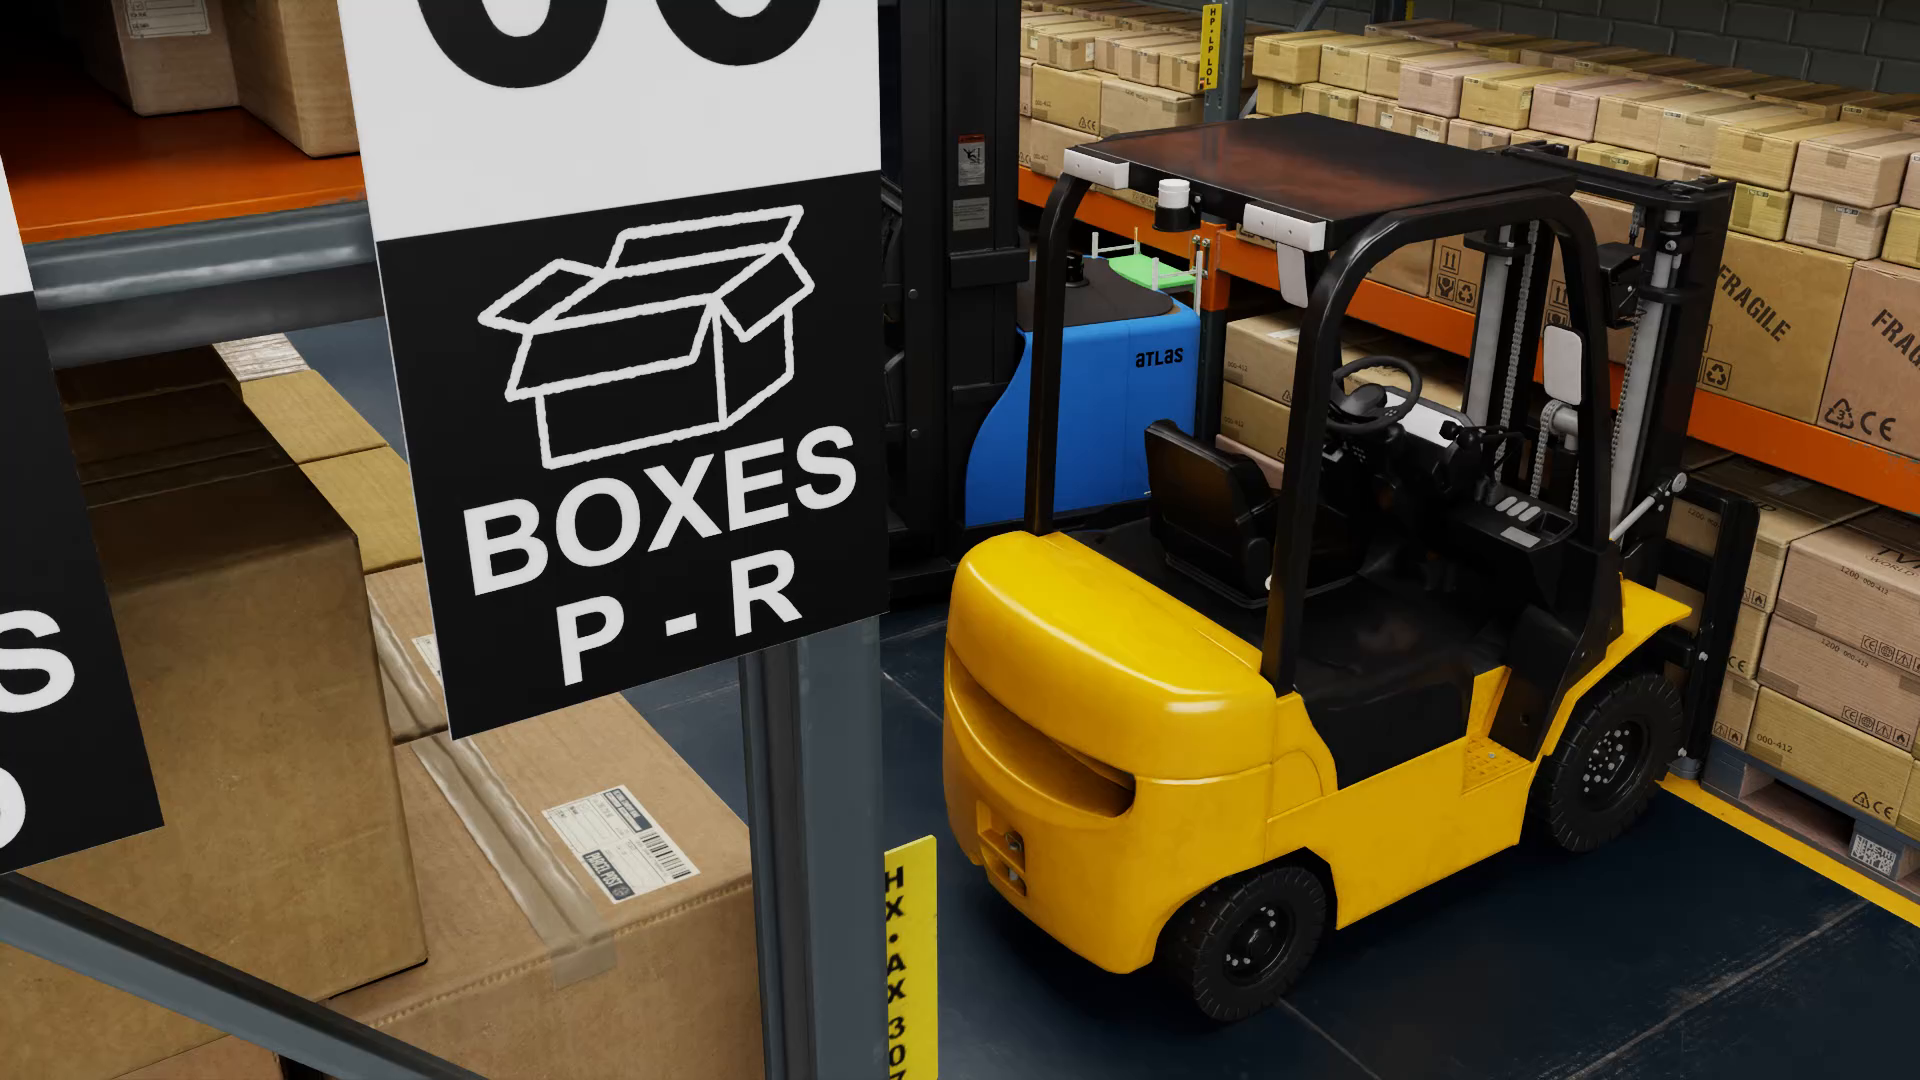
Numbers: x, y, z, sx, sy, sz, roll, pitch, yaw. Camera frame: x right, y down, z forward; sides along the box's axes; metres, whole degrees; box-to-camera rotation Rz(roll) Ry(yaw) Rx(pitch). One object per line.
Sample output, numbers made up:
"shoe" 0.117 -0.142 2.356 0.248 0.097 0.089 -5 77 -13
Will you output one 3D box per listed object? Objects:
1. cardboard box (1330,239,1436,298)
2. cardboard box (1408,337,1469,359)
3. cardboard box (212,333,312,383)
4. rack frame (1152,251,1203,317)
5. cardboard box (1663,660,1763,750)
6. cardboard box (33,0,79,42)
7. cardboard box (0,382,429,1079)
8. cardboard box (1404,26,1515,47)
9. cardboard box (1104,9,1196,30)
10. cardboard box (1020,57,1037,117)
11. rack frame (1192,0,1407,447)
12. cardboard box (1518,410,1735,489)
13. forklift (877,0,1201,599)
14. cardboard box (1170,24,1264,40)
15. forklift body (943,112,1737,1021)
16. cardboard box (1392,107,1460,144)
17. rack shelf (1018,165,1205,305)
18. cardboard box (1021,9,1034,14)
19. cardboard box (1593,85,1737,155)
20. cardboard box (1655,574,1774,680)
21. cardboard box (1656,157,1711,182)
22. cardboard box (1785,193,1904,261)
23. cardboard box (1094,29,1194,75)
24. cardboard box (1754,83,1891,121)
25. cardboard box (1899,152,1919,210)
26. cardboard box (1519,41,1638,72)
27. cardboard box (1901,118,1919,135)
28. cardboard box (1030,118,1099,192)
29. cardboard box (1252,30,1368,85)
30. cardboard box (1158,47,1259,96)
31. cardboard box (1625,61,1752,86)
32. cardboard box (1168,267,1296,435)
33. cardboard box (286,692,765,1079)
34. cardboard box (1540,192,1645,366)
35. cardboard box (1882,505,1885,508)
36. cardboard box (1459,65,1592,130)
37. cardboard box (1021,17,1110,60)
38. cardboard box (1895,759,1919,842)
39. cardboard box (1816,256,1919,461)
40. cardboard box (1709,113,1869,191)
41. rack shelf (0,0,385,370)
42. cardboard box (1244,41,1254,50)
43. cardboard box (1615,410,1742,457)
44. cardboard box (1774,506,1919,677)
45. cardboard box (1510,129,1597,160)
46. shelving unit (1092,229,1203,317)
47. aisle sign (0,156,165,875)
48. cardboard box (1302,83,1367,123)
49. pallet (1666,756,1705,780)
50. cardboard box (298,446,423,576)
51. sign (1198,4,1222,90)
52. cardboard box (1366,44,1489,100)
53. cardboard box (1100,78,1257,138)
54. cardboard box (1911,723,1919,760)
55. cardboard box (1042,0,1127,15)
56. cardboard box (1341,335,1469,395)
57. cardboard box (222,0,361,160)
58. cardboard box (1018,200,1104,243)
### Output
"cardboard box" 1.773 -1.254 6.274 0.500 0.500 0.500 -15 29 -29
"cardboard box" 2.171 -0.700 6.777 0.500 0.250 0.500 -16 30 -30
"cardboard box" -1.681 -0.164 3.618 0.500 0.500 0.500 -15 29 -28
"rack frame" 0.915 -0.644 7.187 0.240 1.200 0.015 -12 27 -24
"cardboard box" 2.584 0.418 5.579 0.500 0.250 0.500 -15 29 -29
"cardboard box" -0.921 -0.717 2.036 0.380 0.149 0.250 -16 29 -30
"cardboard box" -0.984 0.215 1.644 0.700 0.500 0.500 -16 30 -31
"cardboard box" 1.981 -1.940 6.621 0.380 0.149 0.250 -16 30 -31
"cardboard box" 0.929 -2.504 8.163 0.380 0.149 0.250 -16 29 -30
"cardboard box" 0.408 -2.251 8.095 0.500 0.250 0.500 -15 29 -29
"rack frame" 1.451 -1.610 7.147 1.000 3.000 0.127 -16 29 -30
"cardboard box" 2.284 -0.213 5.745 0.500 0.250 0.500 -16 30 -31
"forklift" -0.584 -1.230 6.422 3.031 2.935 1.130 -9 27 -19
"cardboard box" 1.201 -2.322 7.779 0.380 0.149 0.250 -16 29 -30
"forklift body" 1.071 -0.049 4.834 2.313 2.155 1.214 -16 29 -30
"cardboard box" 1.786 -1.489 6.014 0.380 0.149 0.250 -15 29 -28
"rack shelf" 0.359 -2.000 8.816 1.077 0.370 4.000 -16 29 -30
"cardboard box" 0.147 -2.546 8.253 0.380 0.149 0.250 -16 30 -31
"cardboard box" 2.297 -1.373 5.419 0.380 0.149 0.250 -15 29 -29
"cardboard box" 2.543 0.185 5.488 0.500 0.250 0.500 -16 30 -31
"cardboard box" 2.429 -1.140 5.275 0.380 0.149 0.250 -16 30 -30
"cardboard box" 2.645 -0.944 4.859 0.380 0.149 0.250 -17 30 -31
"cardboard box" 0.833 -2.207 7.535 0.380 0.149 0.250 -16 29 -30
"cardboard box" 2.810 -1.382 5.439 0.380 0.149 0.250 -15 29 -29
"cardboard box" 2.863 -1.006 4.642 0.380 0.149 0.250 -15 29 -29
"cardboard box" 2.326 -1.774 6.268 0.380 0.149 0.250 -16 30 -31
"cardboard box" 3.072 -1.196 5.043 0.380 0.149 0.250 -15 29 -28
"cardboard box" 0.678 -1.840 7.810 0.500 0.250 0.500 -16 29 -30
"cardboard box" 1.377 -1.900 6.536 0.380 0.149 0.250 -15 29 -29
"cardboard box" 1.079 -2.019 7.137 0.380 0.149 0.250 -14 29 -28
"cardboard box" 2.551 -1.574 5.845 0.380 0.149 0.250 -16 30 -30
"cardboard box" 1.157 -0.910 7.954 0.875 0.625 0.625 -14 29 -27
"cardboard box" -0.548 0.565 2.074 0.500 0.500 0.500 -16 30 -30
"cardboard box" 2.307 -0.888 5.500 0.500 0.500 0.500 -15 29 -29
"cardboard box" 3.255 0.028 5.235 0.500 0.250 0.500 -15 29 -29
"cardboard box" 1.961 -1.536 5.765 0.380 0.149 0.250 -16 30 -30
"cardboard box" 0.488 -2.379 7.898 0.380 0.149 0.250 -16 30 -31
"cardboard box" 3.114 0.779 4.814 0.500 0.250 0.500 -15 29 -29
"cardboard box" 2.871 -0.527 4.736 0.500 0.500 0.500 -15 29 -28
"cardboard box" 2.482 -1.165 4.978 0.380 0.149 0.250 -15 29 -29
"rack shelf" -1.614 -0.768 2.692 1.077 0.370 4.000 -16 29 -30
"cardboard box" 1.439 -2.125 7.360 0.380 0.149 0.250 -16 30 -31
"cardboard box" 2.717 -0.338 6.011 0.500 0.250 0.500 -16 30 -31
"cardboard box" 2.838 0.148 4.979 0.500 0.250 0.500 -15 29 -29
"cardboard box" 2.079 -1.309 5.632 0.380 0.149 0.250 -17 30 -31
"shelving unit" 0.806 -0.733 7.386 0.258 1.200 0.503 -12 27 -24
"aisle sign" -0.731 -0.107 0.918 0.394 0.787 0.004 -16 29 -30
"cardboard box" 1.547 -1.681 6.421 0.380 0.149 0.250 -15 29 -28
"pallet" 2.520 0.382 6.194 1.003 0.211 1.213 -16 29 -30
"cardboard box" -1.113 0.198 2.851 0.500 0.500 0.500 -16 30 -31
"sign" 1.002 -1.968 6.642 0.100 0.325 0.005 -16 29 -30
"cardboard box" 1.742 -1.739 6.194 0.380 0.149 0.250 -16 30 -31
"cardboard box" 0.969 -1.885 7.319 0.500 0.250 0.500 -16 30 -31
"cardboard box" 3.107 0.547 4.722 0.500 0.250 0.500 -16 30 -30
"cardboard box" 0.646 -2.681 8.538 0.380 0.149 0.250 -15 29 -29
"cardboard box" 1.723 -0.578 6.517 0.500 0.250 0.500 -15 29 -29
"cardboard box" -0.431 -0.459 1.488 0.380 0.149 0.250 -16 29 -30
"cardboard box" 0.328 -1.458 9.115 0.875 0.625 0.625 -17 30 -32
